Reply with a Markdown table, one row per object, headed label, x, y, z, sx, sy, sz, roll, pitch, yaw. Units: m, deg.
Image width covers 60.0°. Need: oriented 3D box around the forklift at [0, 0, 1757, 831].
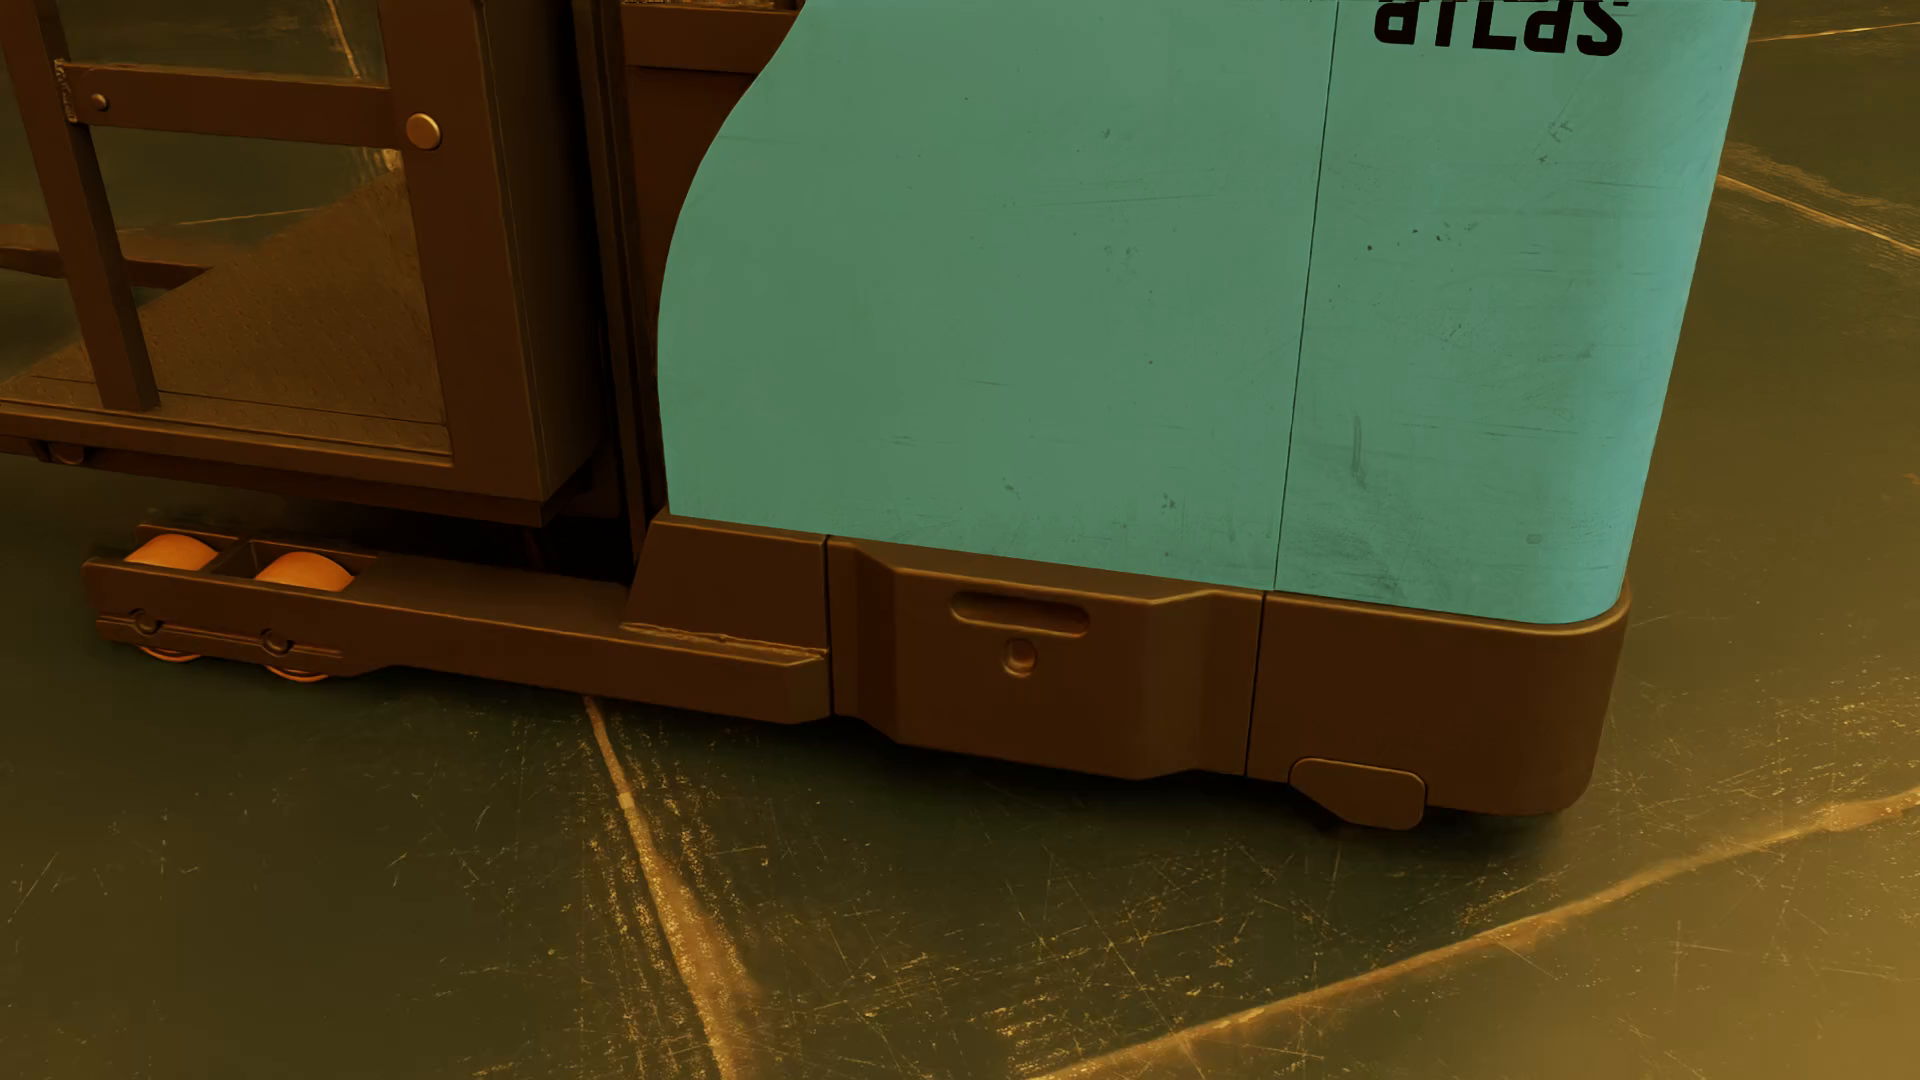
| label | x | y | z | sx | sy | sz | roll | pitch | yaw |
| --- | --- | --- | --- | --- | --- | --- | --- | --- | --- |
| forklift | -0.649 | -1.332 | 1.878 | 3.031 | 2.935 | 1.130 | 7 | 30 | 12 |
